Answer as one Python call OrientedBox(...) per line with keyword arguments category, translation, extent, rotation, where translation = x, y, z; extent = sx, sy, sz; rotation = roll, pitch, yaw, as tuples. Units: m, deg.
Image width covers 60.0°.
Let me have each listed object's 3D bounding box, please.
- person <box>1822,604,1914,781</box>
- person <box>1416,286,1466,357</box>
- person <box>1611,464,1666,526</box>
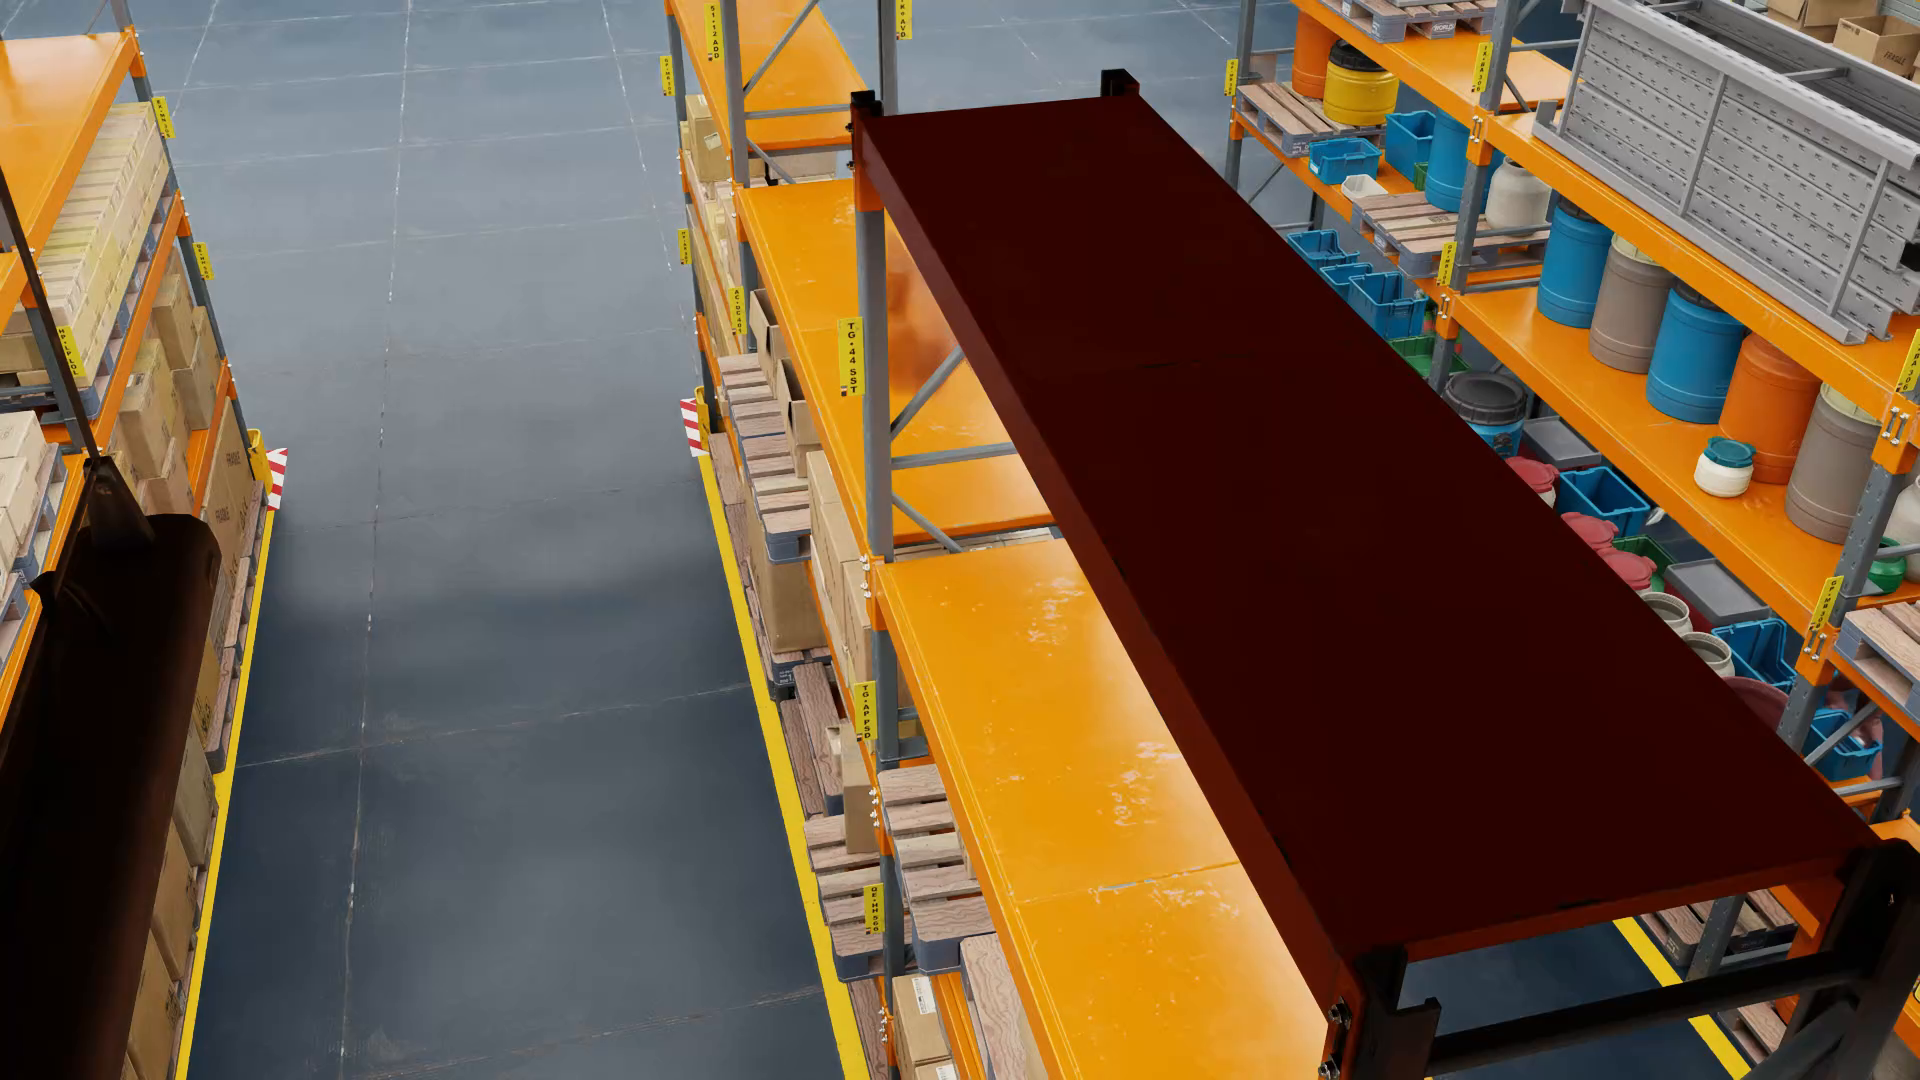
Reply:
OrientedBox(category="person", translation=(6.197, 0.895, 11.335), extent=(0.596, 1.622, 0.716), rotation=(-6, 35, -9))
OrientedBox(category="person", translation=(4.678, -2.446, 16.091), extent=(0.694, 1.742, 0.686), rotation=(-2, 34, -3))
OrientedBox(category="person", translation=(5.667, -0.688, 13.737), extent=(0.537, 1.558, 0.549), rotation=(-18, 38, -25))
